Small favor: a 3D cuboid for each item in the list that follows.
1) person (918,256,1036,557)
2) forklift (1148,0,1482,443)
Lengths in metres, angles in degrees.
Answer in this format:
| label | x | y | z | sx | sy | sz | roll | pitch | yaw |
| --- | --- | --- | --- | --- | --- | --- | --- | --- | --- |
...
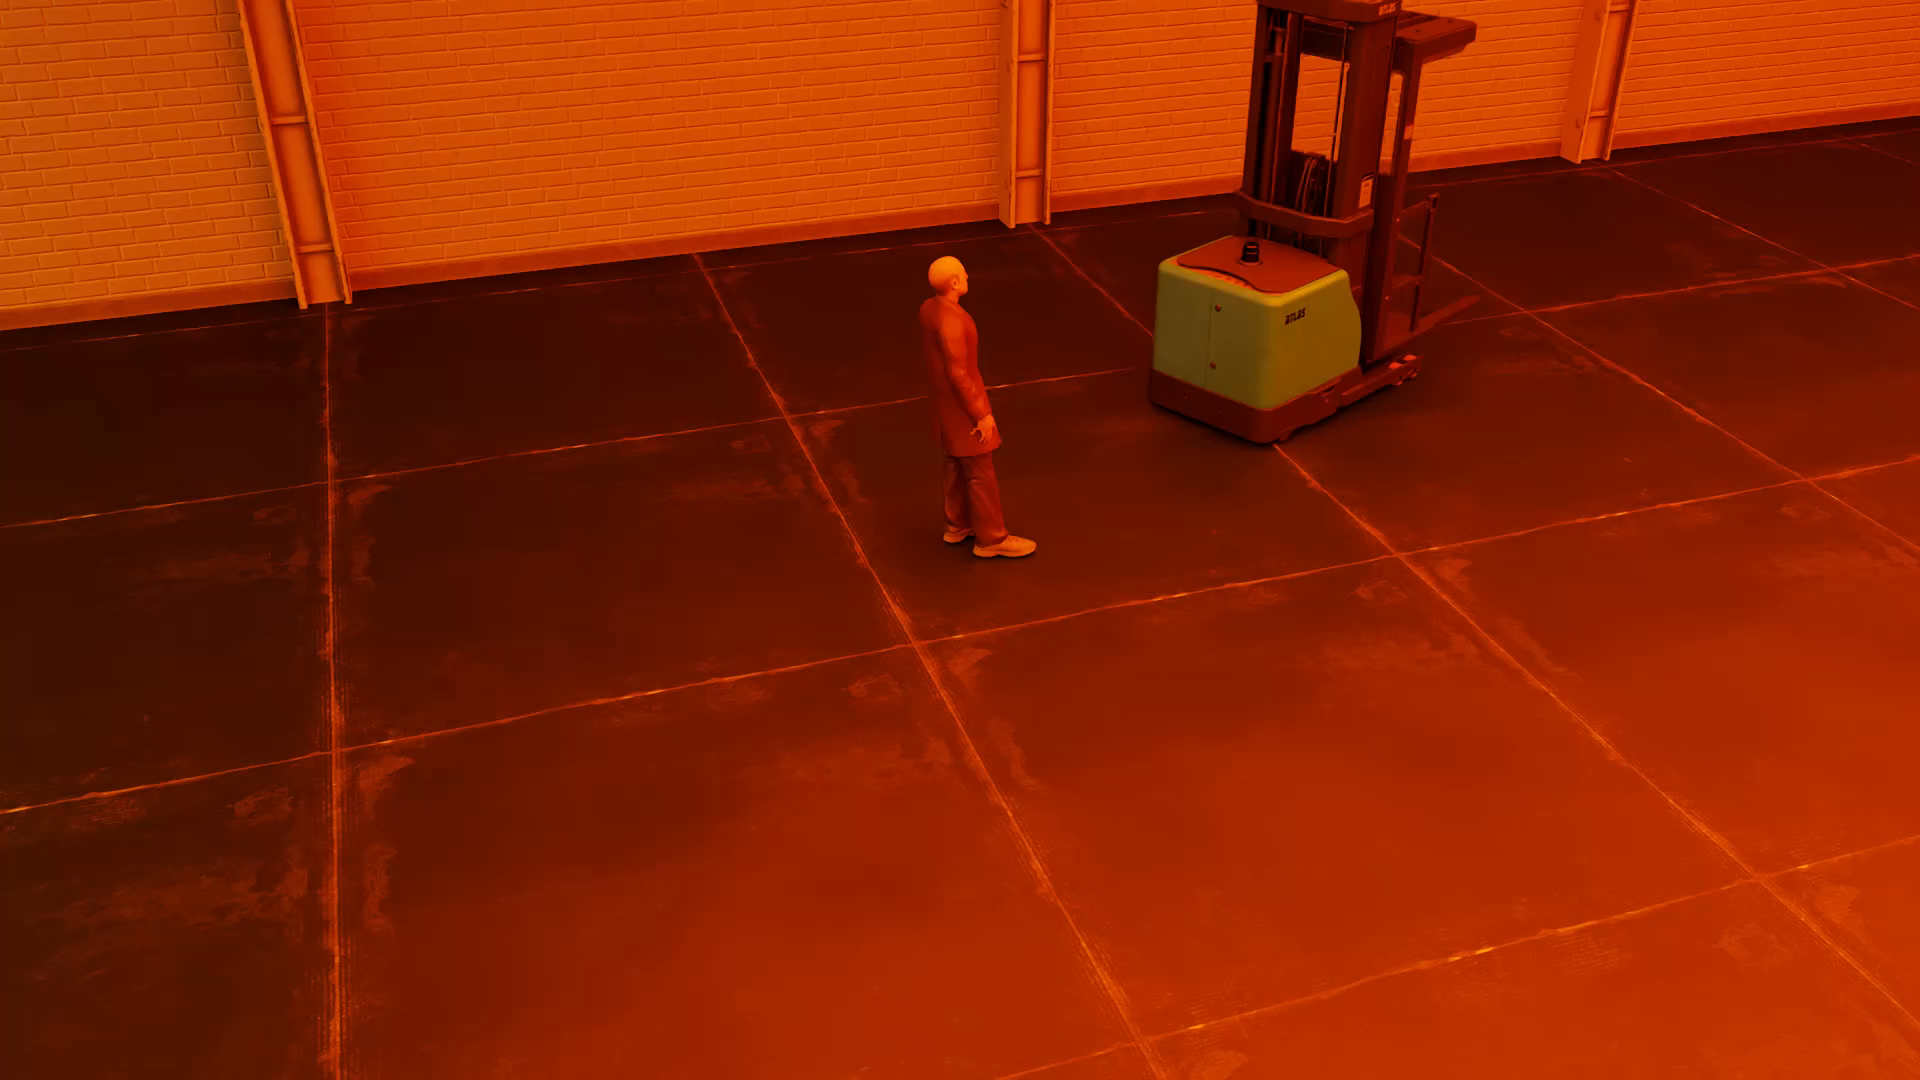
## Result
| label | x | y | z | sx | sy | sz | roll | pitch | yaw |
| --- | --- | --- | --- | --- | --- | --- | --- | --- | --- |
| person | 0.088 | -0.789 | 9.600 | 0.582 | 1.776 | 0.696 | -10 | 31 | -16 |
| forklift | 2.715 | -2.543 | 11.506 | 3.031 | 2.935 | 1.130 | -26 | 39 | -37 |
